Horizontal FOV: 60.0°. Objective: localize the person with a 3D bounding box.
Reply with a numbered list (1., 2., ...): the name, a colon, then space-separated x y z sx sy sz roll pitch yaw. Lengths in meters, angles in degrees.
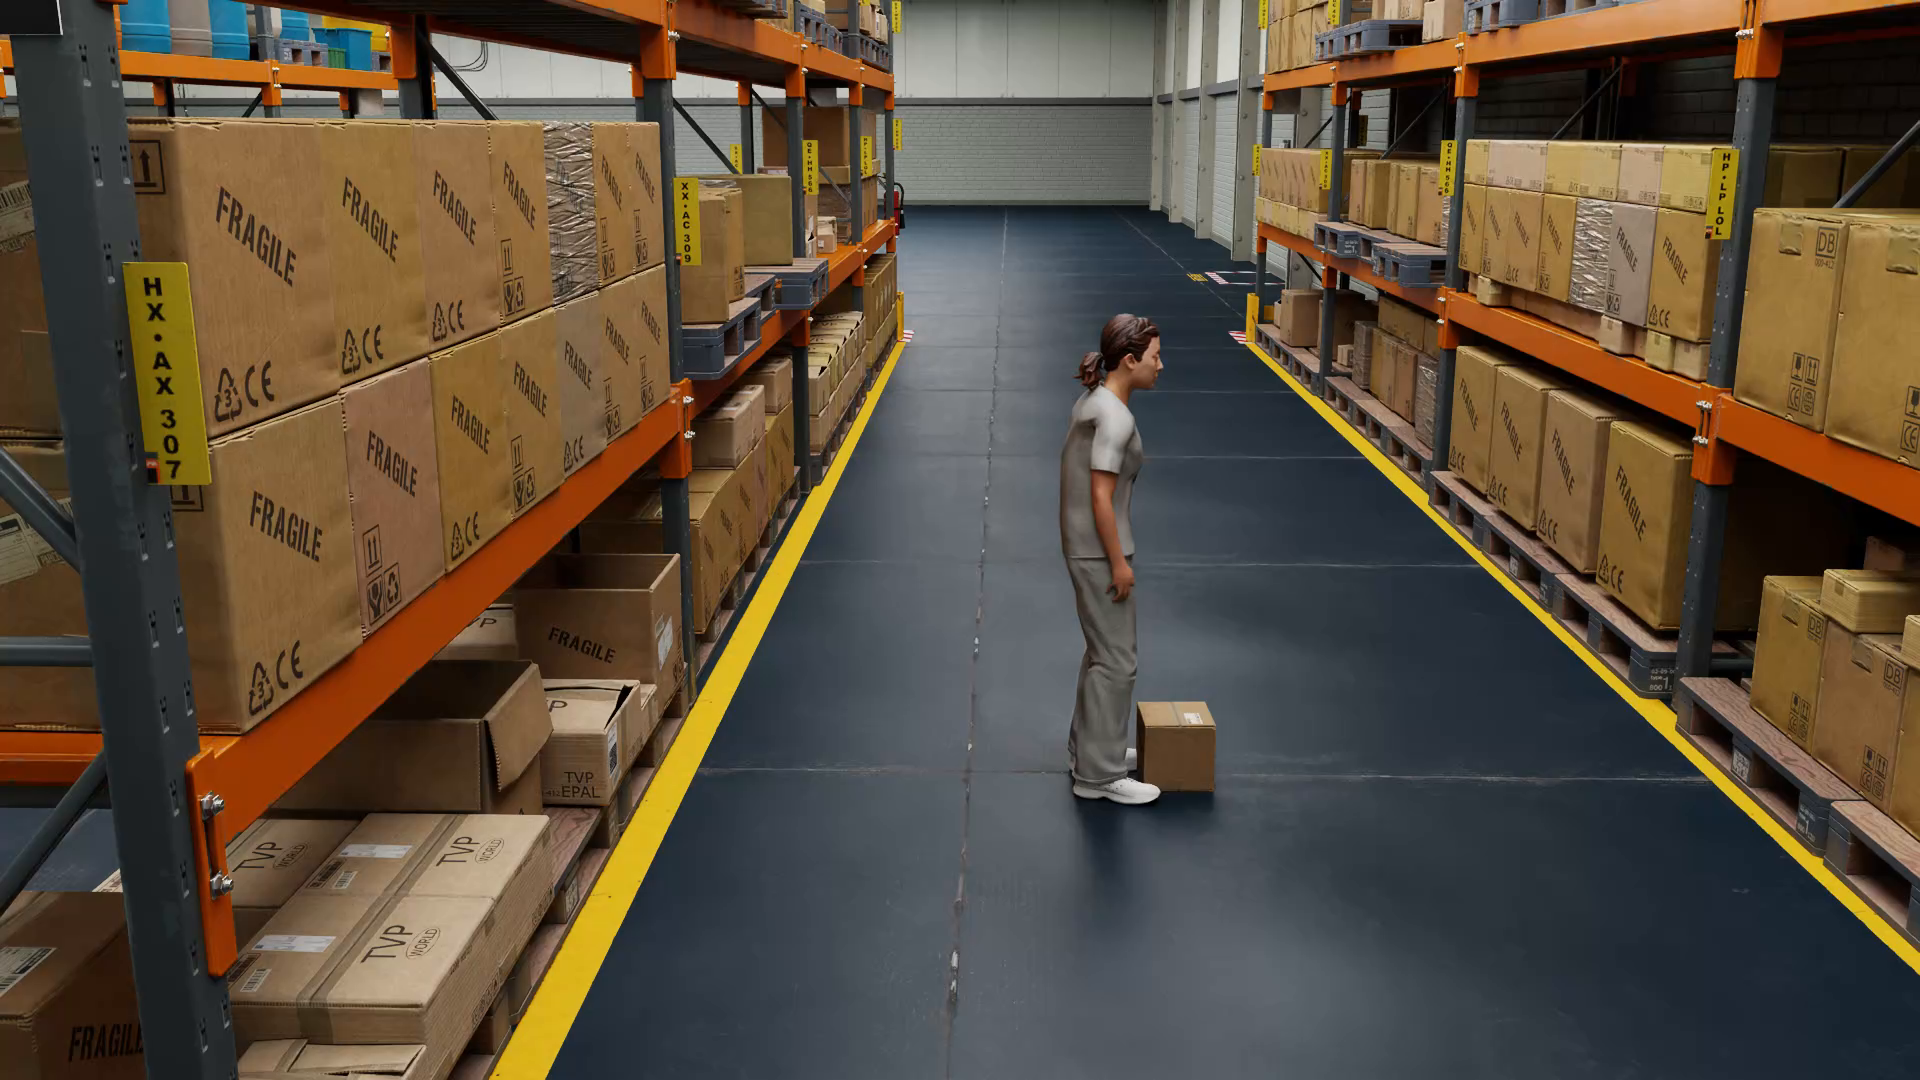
1. person: 0.524 0.052 5.792 0.360 1.672 0.485 0 14 2
